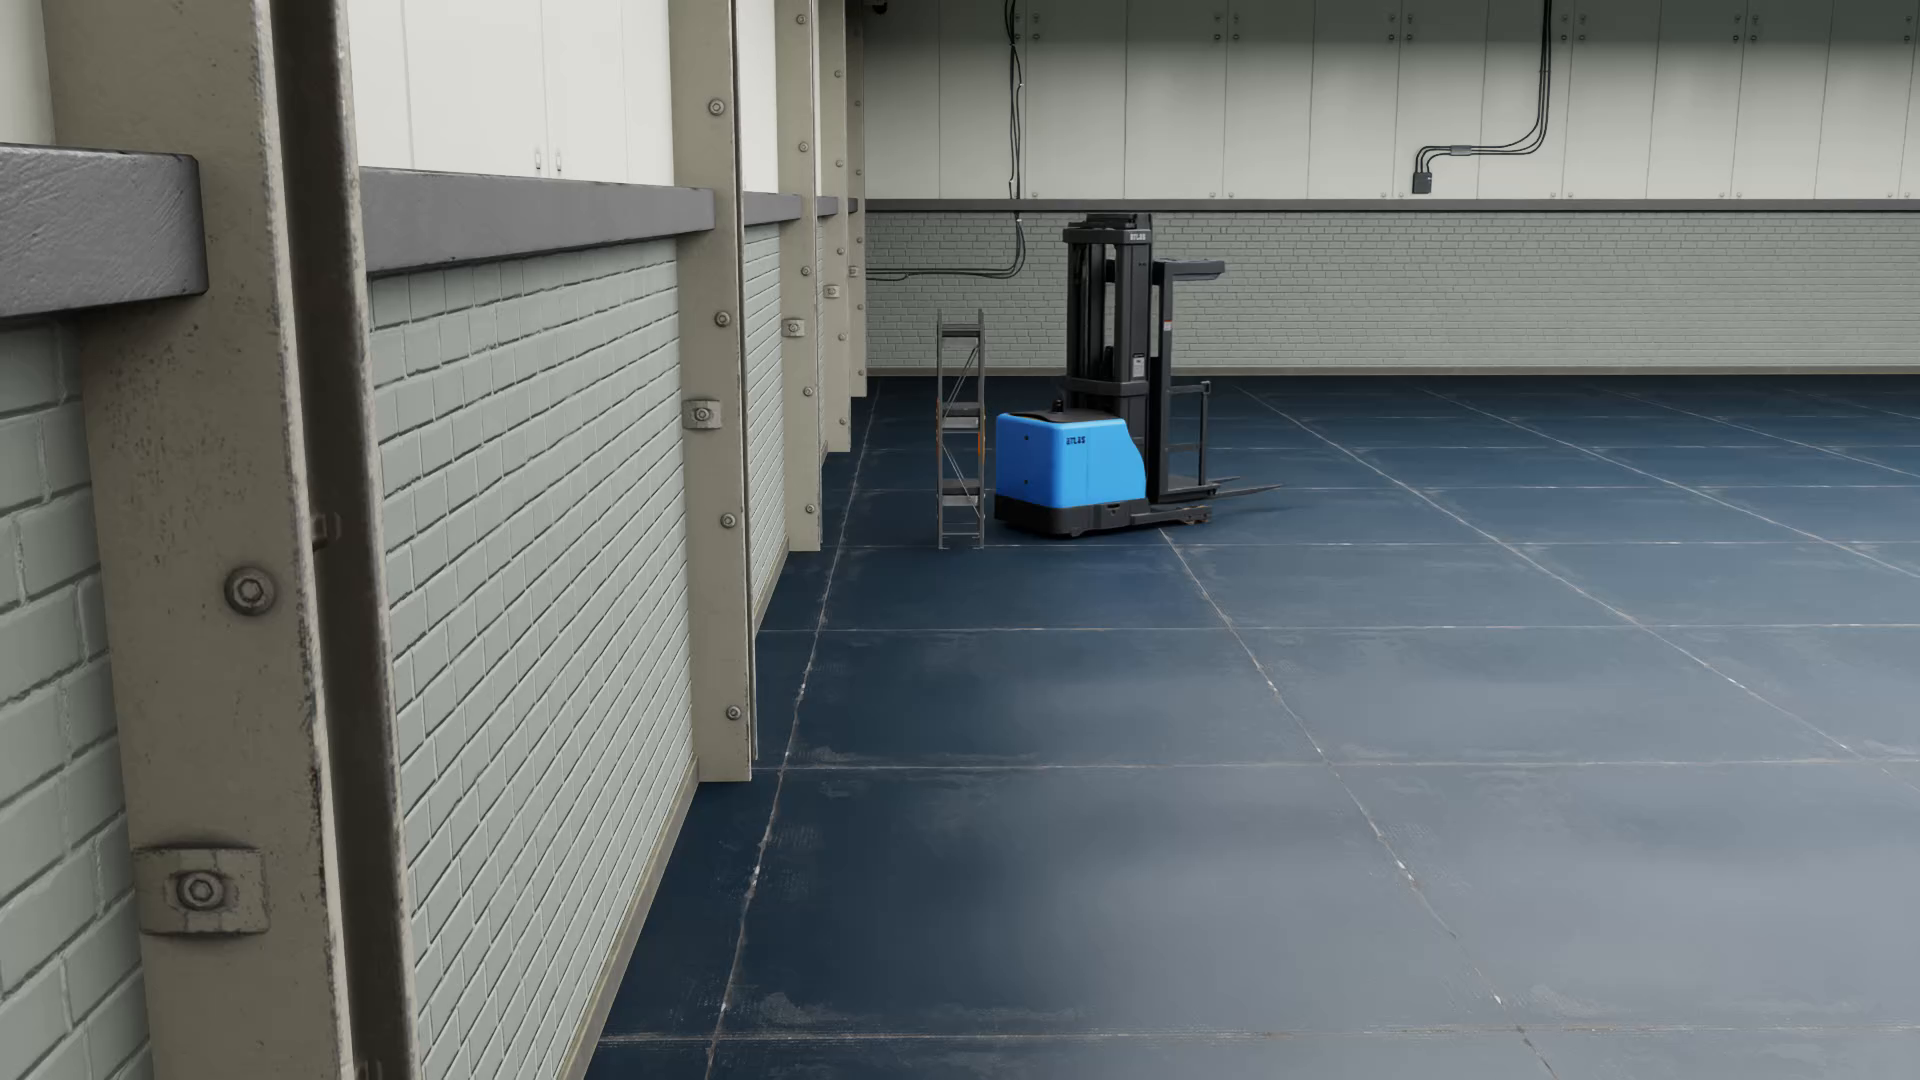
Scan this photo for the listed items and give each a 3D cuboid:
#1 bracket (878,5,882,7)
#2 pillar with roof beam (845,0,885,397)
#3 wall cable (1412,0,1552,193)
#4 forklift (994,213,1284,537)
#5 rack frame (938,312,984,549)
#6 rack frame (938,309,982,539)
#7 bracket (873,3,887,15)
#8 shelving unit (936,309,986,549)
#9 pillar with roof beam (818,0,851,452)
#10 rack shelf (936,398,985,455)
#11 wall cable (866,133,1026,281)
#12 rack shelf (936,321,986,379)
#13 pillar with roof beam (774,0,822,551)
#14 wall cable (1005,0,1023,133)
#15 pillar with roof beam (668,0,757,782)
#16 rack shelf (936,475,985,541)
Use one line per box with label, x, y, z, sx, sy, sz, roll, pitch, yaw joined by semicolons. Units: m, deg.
bracket;-1.343;-8.939;27.625;0.076;0.066;3.189;0;11;-1
pillar with roof beam;2.652;-6.755;25.913;9.100;9.000;0.548;0;11;-1
wall cable;9.100;-9.031;28.578;2.305;6.003;0.169;0;11;-1
forklift;1.840;-1.663;16.075;3.031;2.935;1.130;-7;14;-33
rack frame;0.009;-0.948;14.640;0.400;2.100;0.015;0;11;-1
rack frame;-0.002;-1.045;15.118;0.400;2.100;0.015;0;11;-1
bracket;-1.355;-9.056;28.204;0.235;0.232;0.430;0;11;-1
shelving unit;0.003;-0.996;14.879;0.431;2.100;0.503;0;11;-1
pillar with roof beam;2.776;-5.562;20.034;9.100;9.000;0.400;0;11;-1
rack shelf;0.003;-0.983;14.882;0.431;0.518;0.480;0;11;-1
wall cable;-0.391;-5.807;29.048;3.097;2.526;0.112;0;11;-1
rack shelf;0.004;-1.669;14.743;0.431;0.518;0.480;0;11;-1
pillar with roof beam;2.900;-4.370;14.155;9.100;9.000;0.400;0;11;-1
wall cable;2.313;-8.293;28.601;3.097;2.526;0.112;0;11;-1
pillar with roof beam;3.024;-3.177;8.276;9.100;9.000;0.400;0;11;-1
rack shelf;0.003;-0.297;15.021;0.431;0.518;0.480;0;11;-1
